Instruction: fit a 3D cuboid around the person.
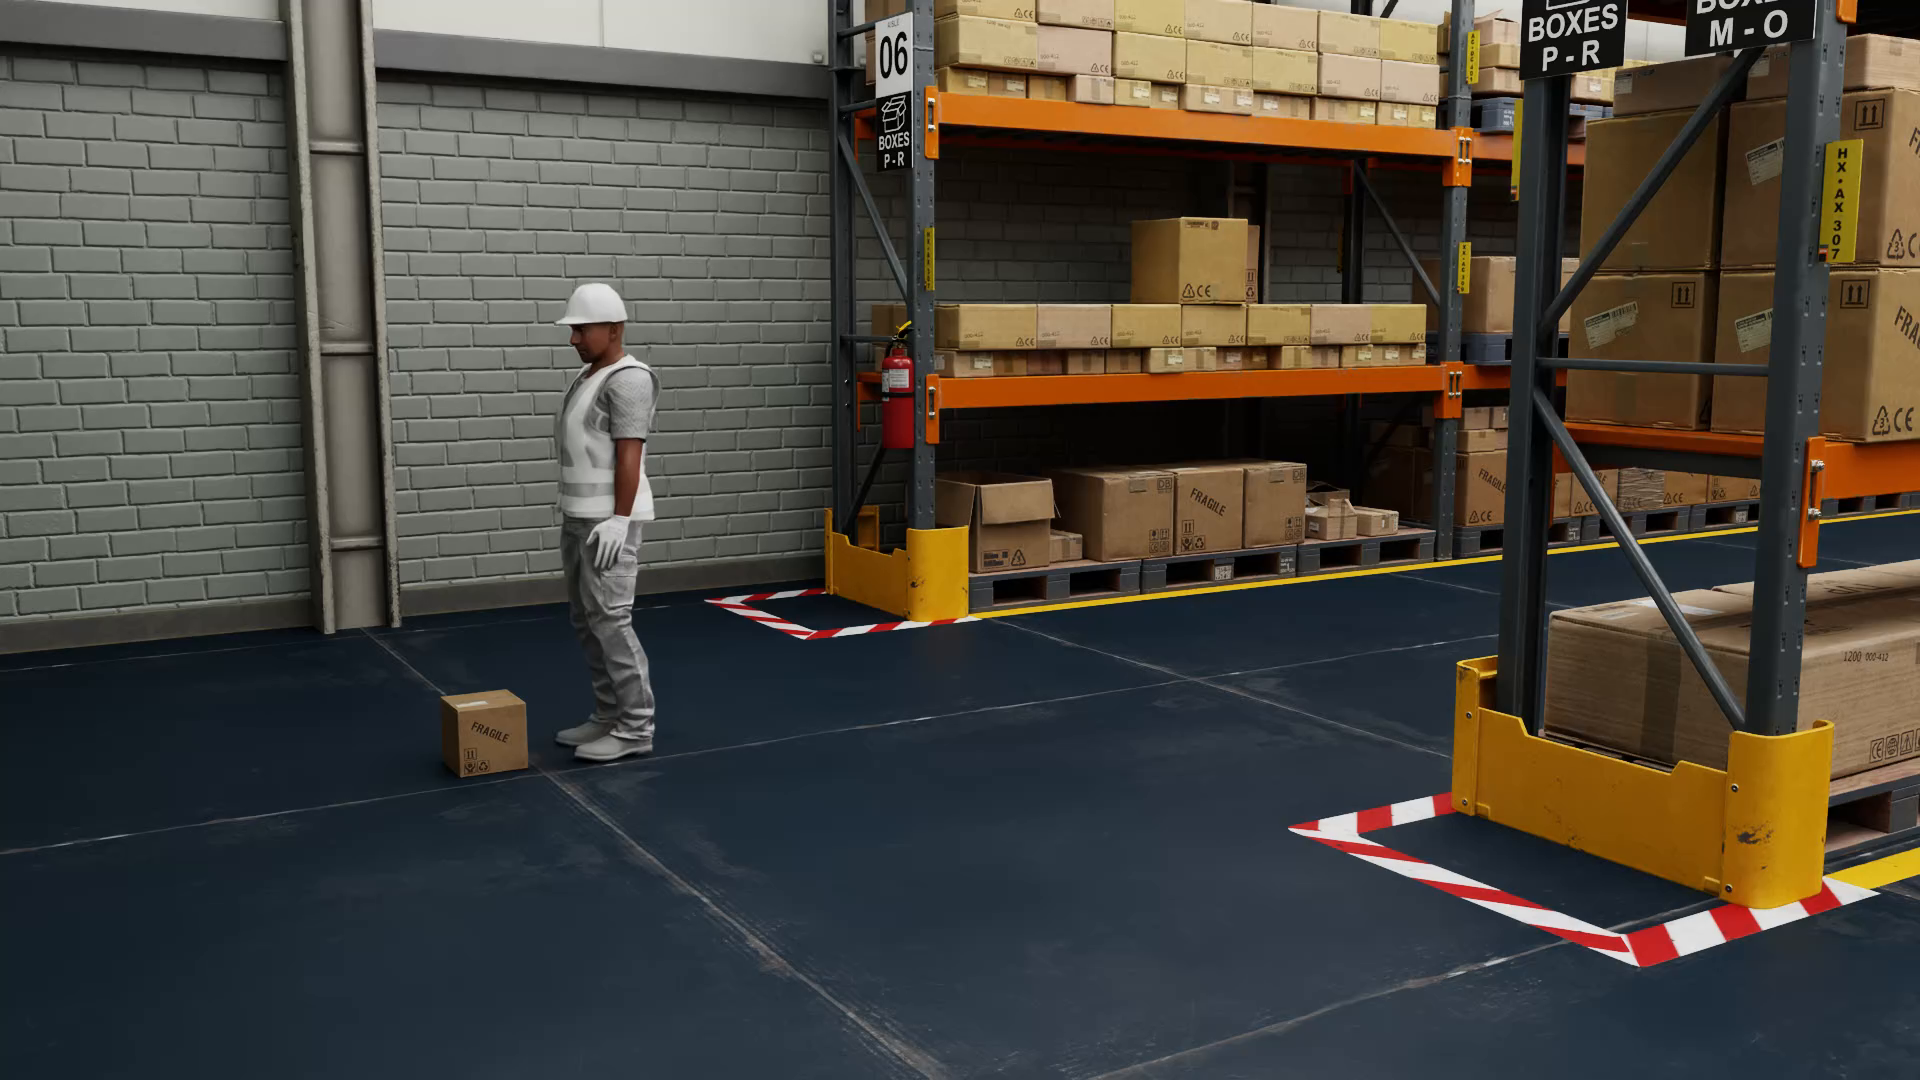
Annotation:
[{"bbox_3d":[-1.340,-0.070,6.281,0.360,1.777,0.548,-5,9,-30],"label":"person"}]
